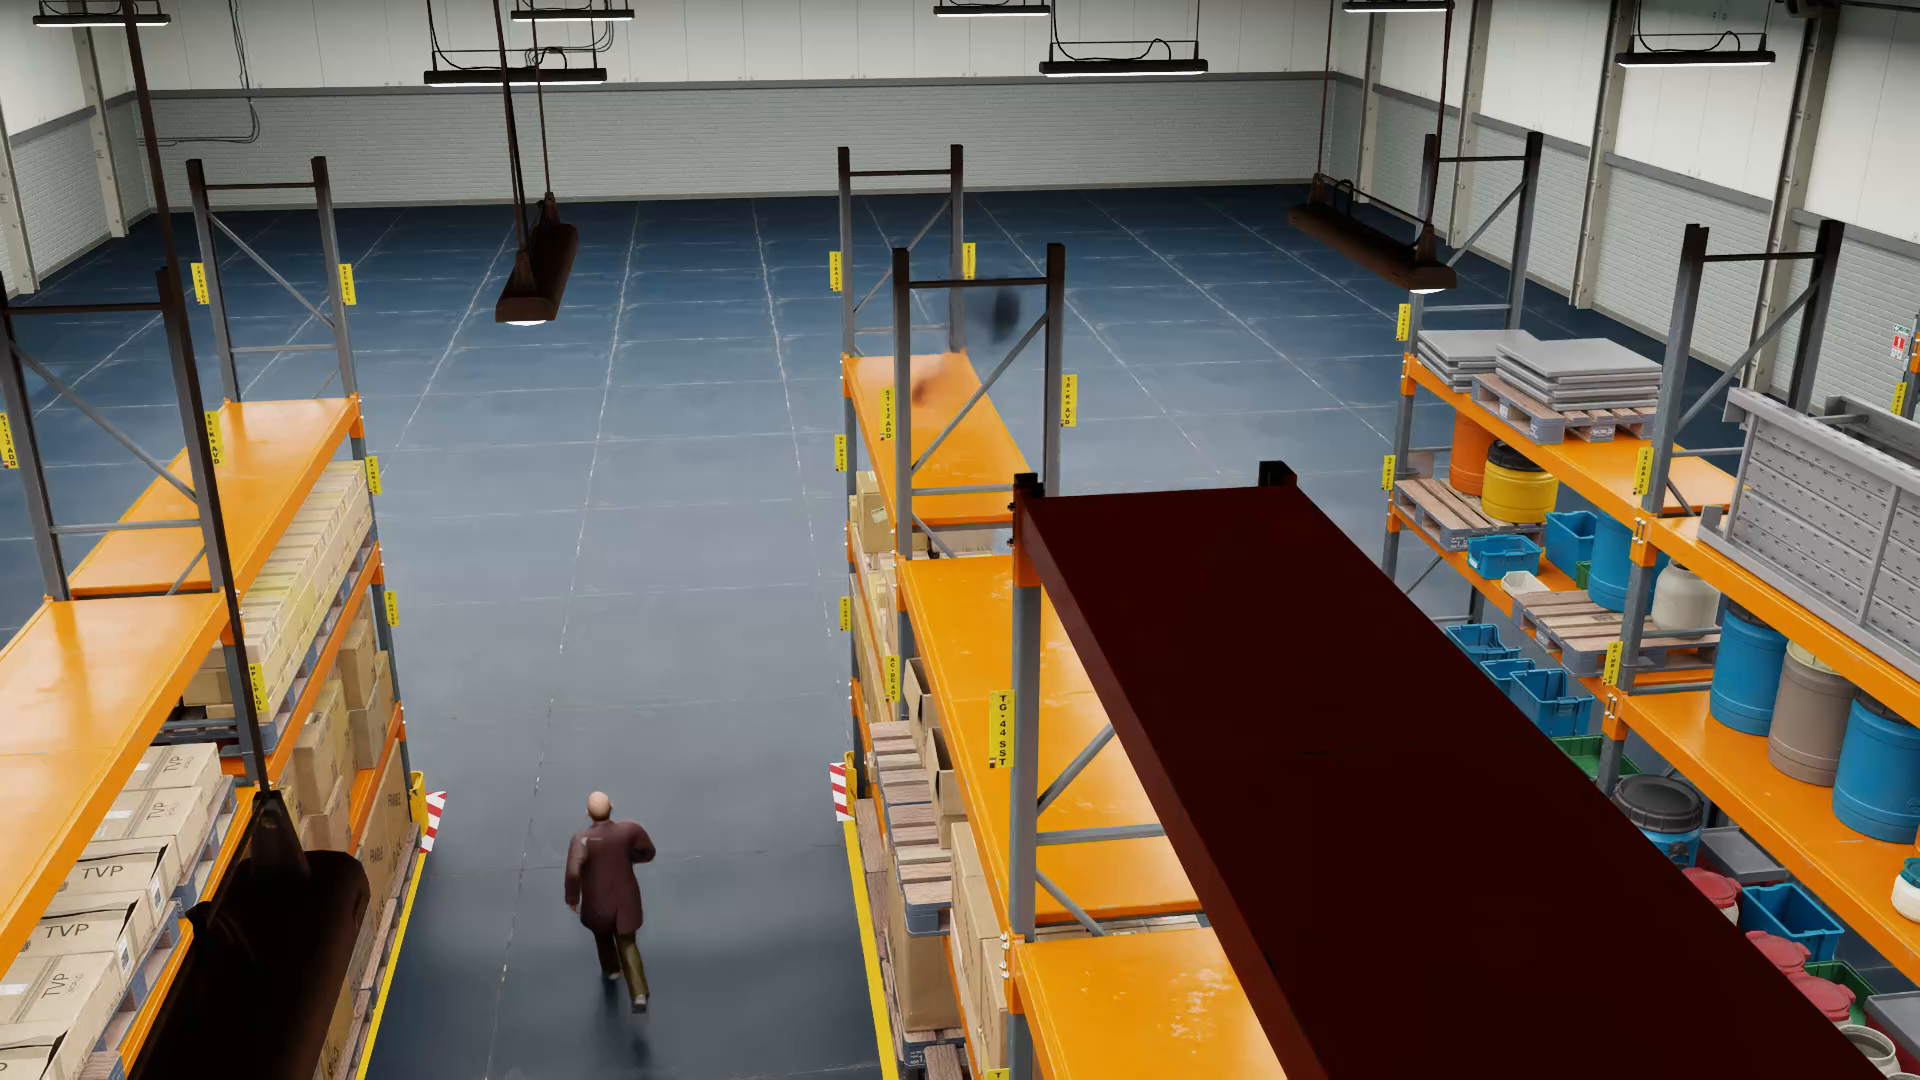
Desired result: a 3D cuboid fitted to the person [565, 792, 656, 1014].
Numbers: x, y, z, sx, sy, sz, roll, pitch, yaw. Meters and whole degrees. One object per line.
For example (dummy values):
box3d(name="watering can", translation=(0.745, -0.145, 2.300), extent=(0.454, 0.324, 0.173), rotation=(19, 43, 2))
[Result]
box3d(name="person", translation=(-2.597, 2.701, 12.412), extent=(0.733, 1.781, 1.037), rotation=(-11, 24, -26))

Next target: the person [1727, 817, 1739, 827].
box3d(name="person", translation=(6.342, 2.313, 13.532), extent=(0.561, 1.667, 0.573), rotation=(-4, 22, -10))
